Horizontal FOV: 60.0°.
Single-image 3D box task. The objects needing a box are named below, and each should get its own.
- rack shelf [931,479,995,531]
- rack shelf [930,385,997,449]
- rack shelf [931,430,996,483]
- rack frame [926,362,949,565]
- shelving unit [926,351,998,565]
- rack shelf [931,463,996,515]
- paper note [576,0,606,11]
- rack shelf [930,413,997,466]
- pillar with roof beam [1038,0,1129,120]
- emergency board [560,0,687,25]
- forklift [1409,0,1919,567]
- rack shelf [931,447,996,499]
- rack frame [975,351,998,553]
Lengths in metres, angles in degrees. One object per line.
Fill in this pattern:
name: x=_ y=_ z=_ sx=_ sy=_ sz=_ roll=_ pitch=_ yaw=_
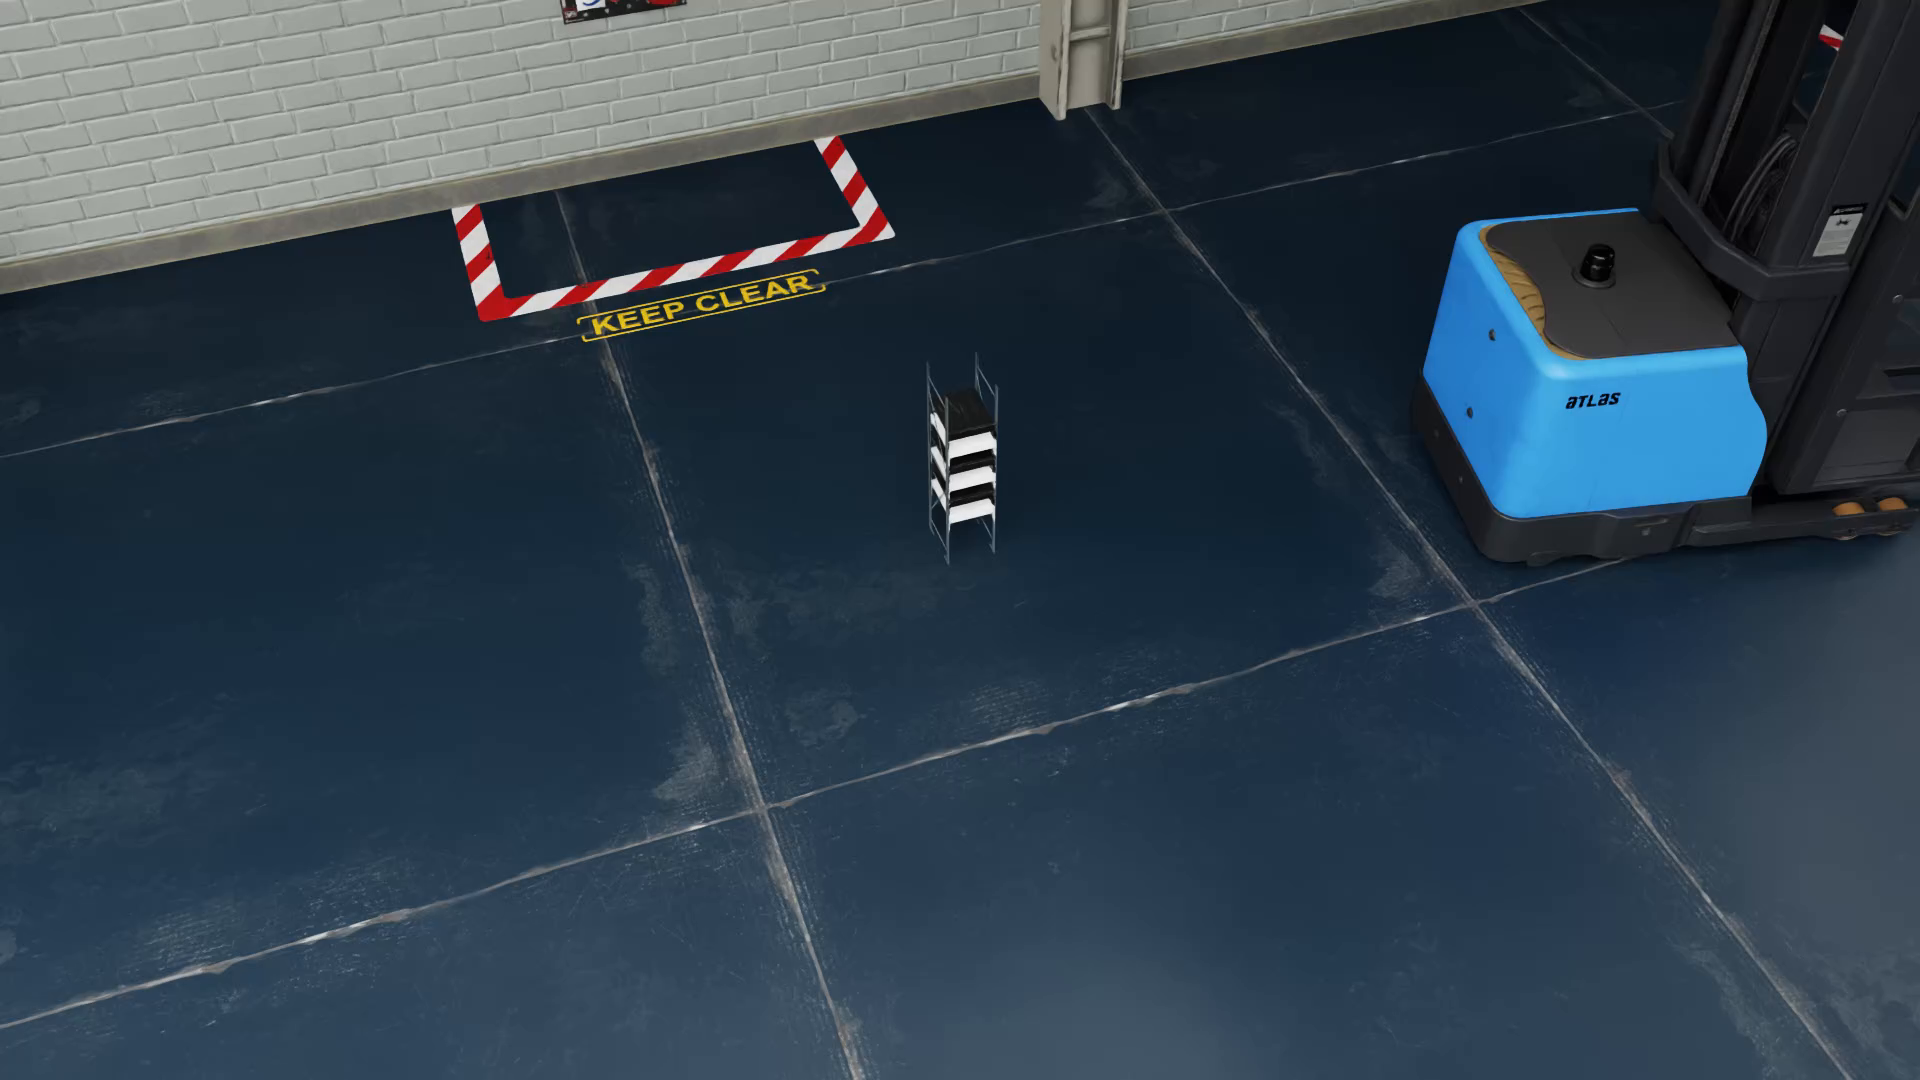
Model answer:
rack shelf: x=0.008 y=-0.169 z=6.894 sx=0.200 sy=0.077 sz=0.258 roll=-14 pitch=47 yaw=-14
rack shelf: x=0.008 y=-0.487 z=6.575 sx=0.200 sy=0.077 sz=0.258 roll=-14 pitch=47 yaw=-14
rack shelf: x=0.008 y=-0.360 z=6.702 sx=0.200 sy=0.077 sz=0.258 roll=-14 pitch=47 yaw=-14
rack frame: x=-0.088 y=-0.295 z=6.718 sx=0.006 sy=0.900 sz=0.240 roll=-14 pitch=47 yaw=-14
shelving unit: x=0.008 y=-0.320 z=6.743 sx=0.210 sy=0.900 sz=0.258 roll=-14 pitch=47 yaw=-14
rack shelf: x=0.008 y=-0.233 z=6.830 sx=0.200 sy=0.077 sz=0.258 roll=-14 pitch=47 yaw=-14
paper note: x=-1.843 y=-2.712 z=8.266 sx=0.142 sy=0.148 sz=0.016 roll=-14 pitch=47 yaw=-14
rack shelf: x=0.008 y=-0.423 z=6.639 sx=0.200 sy=0.077 sz=0.258 roll=-14 pitch=47 yaw=-14
pillar with roof beam: x=2.146 y=-2.838 z=3.535 sx=0.400 sy=9.000 sz=9.100 roll=-14 pitch=47 yaw=-14
emergency board: x=-1.653 y=-3.019 z=7.951 sx=0.643 sy=1.169 sz=0.194 roll=-14 pitch=47 yaw=-14
forklift: x=3.593 y=-1.402 z=6.387 sx=3.031 sy=2.935 sz=1.130 roll=-6 pitch=45 yaw=-6
rack shelf: x=0.008 y=-0.296 z=6.766 sx=0.200 sy=0.077 sz=0.258 roll=-14 pitch=47 yaw=-14
rack frame: x=0.103 y=-0.344 z=6.767 sx=0.006 sy=0.900 sz=0.240 roll=-14 pitch=47 yaw=-14
